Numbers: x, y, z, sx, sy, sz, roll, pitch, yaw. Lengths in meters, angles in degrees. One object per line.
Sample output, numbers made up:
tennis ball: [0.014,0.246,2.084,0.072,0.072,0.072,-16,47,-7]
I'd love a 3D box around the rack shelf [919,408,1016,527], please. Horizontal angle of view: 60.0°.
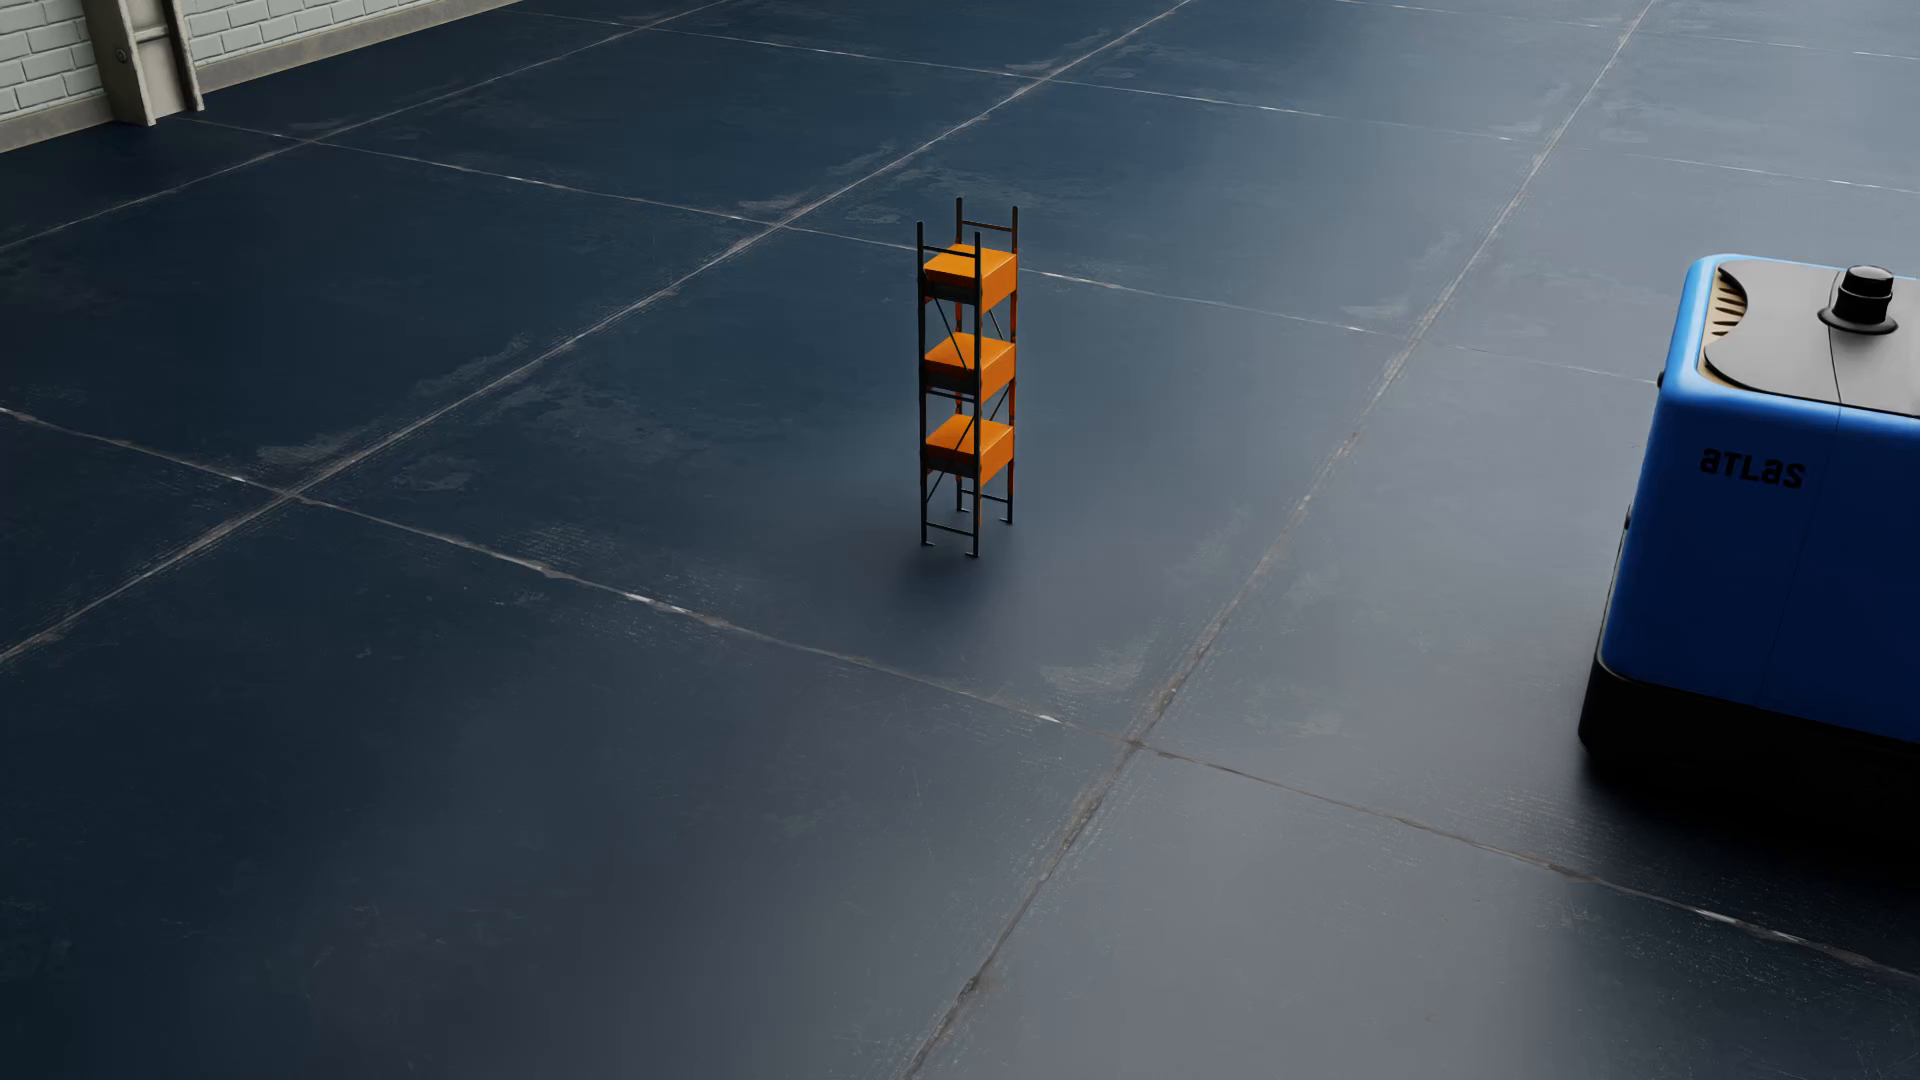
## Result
rack shelf: [0.024,-0.229,5.174,0.215,0.259,0.240,14,33,23]

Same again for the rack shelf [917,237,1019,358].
rack shelf: [0.024,-0.716,4.894,0.215,0.259,0.240,14,33,23]

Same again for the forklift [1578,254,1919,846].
forklift: [3.135,-0.598,3.348,3.031,2.935,1.130,13,32,21]

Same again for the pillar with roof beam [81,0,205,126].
pillar with roof beam: [-0.737,-5.355,5.538,9.100,9.000,0.400,14,33,23]

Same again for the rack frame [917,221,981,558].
rack frame: [-0.031,-0.425,4.936,0.200,1.050,0.008,14,33,23]

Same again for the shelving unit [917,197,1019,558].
shelving unit: [0.024,-0.479,5.030,0.215,1.050,0.252,14,33,23]

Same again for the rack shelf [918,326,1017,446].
rack shelf: [0.024,-0.470,5.035,0.215,0.259,0.240,14,33,23]

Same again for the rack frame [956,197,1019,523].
rack frame: [0.080,-0.533,5.124,0.200,1.050,0.008,14,33,23]
